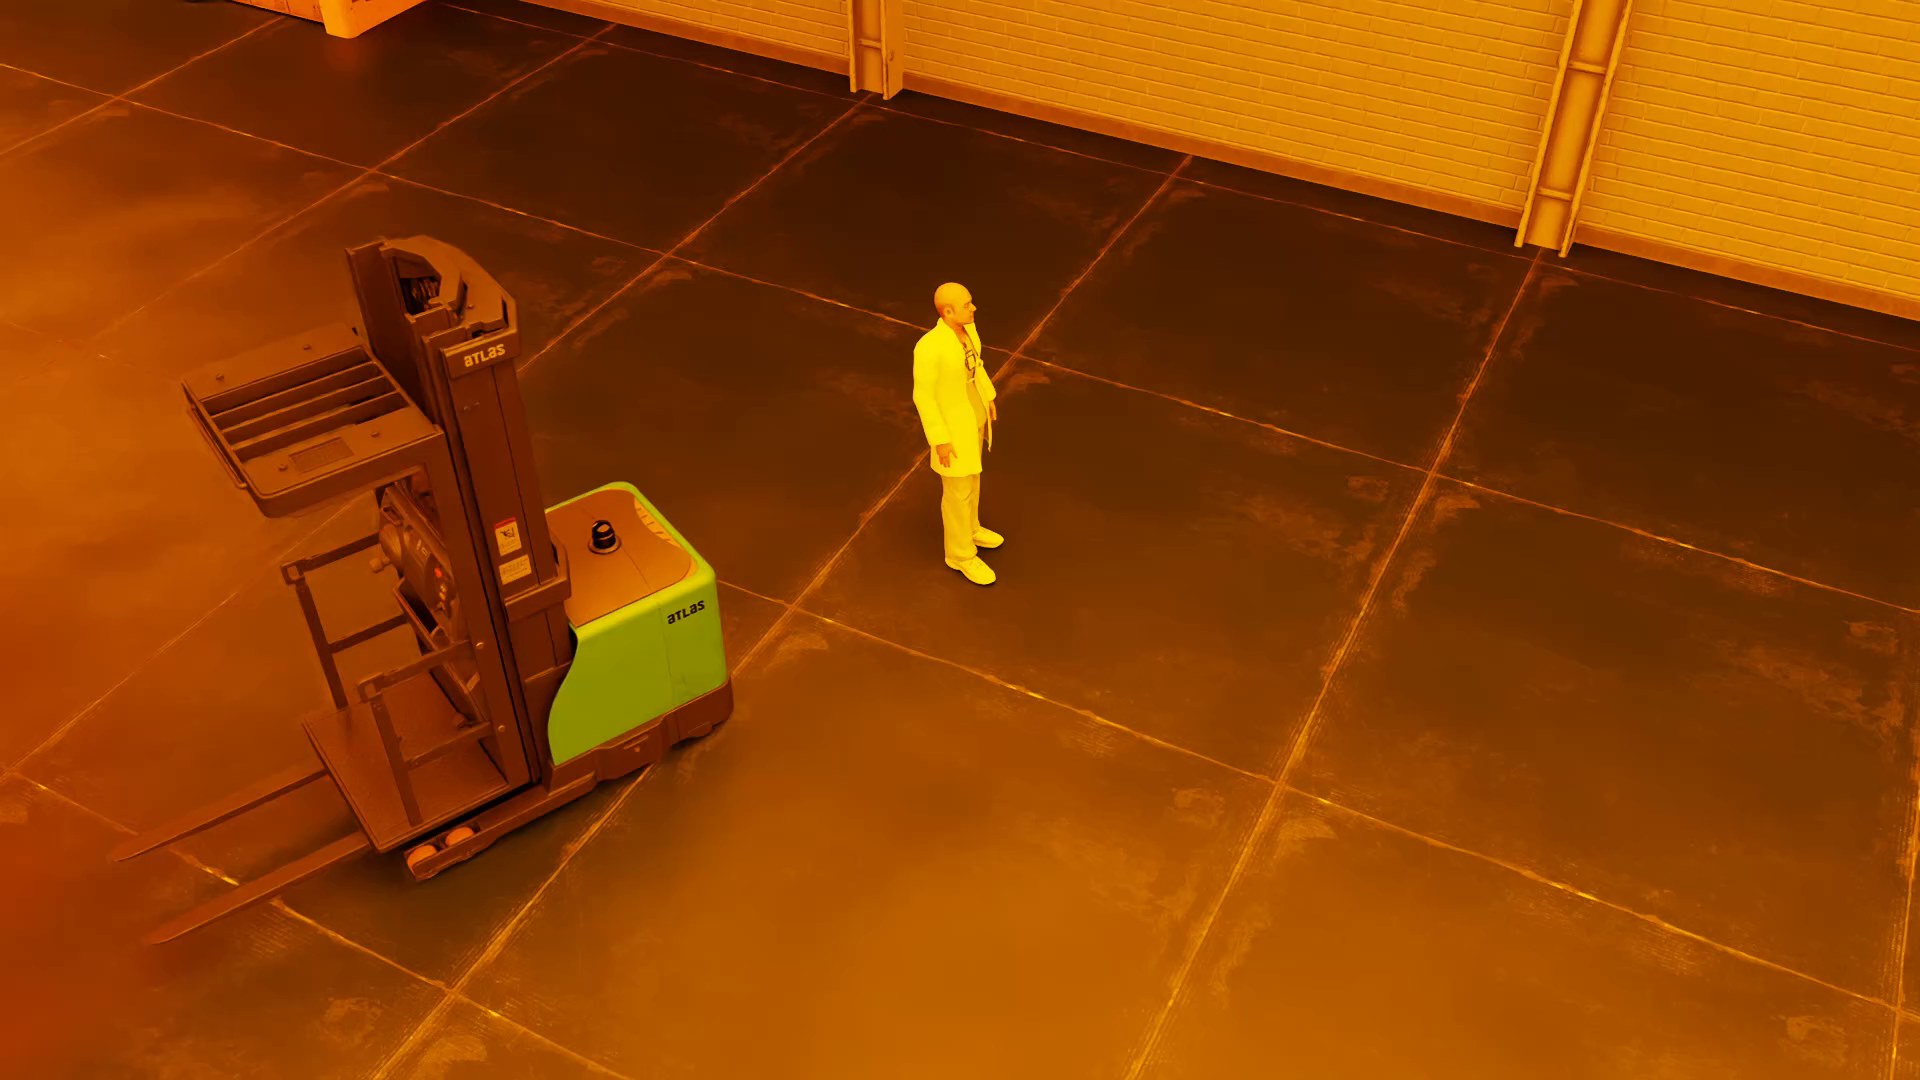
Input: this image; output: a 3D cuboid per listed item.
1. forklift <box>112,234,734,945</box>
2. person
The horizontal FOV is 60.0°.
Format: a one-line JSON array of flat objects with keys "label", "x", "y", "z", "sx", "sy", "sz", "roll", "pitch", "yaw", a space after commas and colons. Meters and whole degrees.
[{"label": "forklift", "x": -2.719, "y": 0.172, "z": 7.783, "sx": 3.031, "sy": 2.935, "sz": 1.130, "roll": -25, "pitch": 46, "yaw": -27}, {"label": "person", "x": 0.078, "y": -0.656, "z": 9.650, "sx": 0.581, "sy": 1.775, "sz": 0.696, "roll": 18, "pitch": 43, "yaw": 21}]
